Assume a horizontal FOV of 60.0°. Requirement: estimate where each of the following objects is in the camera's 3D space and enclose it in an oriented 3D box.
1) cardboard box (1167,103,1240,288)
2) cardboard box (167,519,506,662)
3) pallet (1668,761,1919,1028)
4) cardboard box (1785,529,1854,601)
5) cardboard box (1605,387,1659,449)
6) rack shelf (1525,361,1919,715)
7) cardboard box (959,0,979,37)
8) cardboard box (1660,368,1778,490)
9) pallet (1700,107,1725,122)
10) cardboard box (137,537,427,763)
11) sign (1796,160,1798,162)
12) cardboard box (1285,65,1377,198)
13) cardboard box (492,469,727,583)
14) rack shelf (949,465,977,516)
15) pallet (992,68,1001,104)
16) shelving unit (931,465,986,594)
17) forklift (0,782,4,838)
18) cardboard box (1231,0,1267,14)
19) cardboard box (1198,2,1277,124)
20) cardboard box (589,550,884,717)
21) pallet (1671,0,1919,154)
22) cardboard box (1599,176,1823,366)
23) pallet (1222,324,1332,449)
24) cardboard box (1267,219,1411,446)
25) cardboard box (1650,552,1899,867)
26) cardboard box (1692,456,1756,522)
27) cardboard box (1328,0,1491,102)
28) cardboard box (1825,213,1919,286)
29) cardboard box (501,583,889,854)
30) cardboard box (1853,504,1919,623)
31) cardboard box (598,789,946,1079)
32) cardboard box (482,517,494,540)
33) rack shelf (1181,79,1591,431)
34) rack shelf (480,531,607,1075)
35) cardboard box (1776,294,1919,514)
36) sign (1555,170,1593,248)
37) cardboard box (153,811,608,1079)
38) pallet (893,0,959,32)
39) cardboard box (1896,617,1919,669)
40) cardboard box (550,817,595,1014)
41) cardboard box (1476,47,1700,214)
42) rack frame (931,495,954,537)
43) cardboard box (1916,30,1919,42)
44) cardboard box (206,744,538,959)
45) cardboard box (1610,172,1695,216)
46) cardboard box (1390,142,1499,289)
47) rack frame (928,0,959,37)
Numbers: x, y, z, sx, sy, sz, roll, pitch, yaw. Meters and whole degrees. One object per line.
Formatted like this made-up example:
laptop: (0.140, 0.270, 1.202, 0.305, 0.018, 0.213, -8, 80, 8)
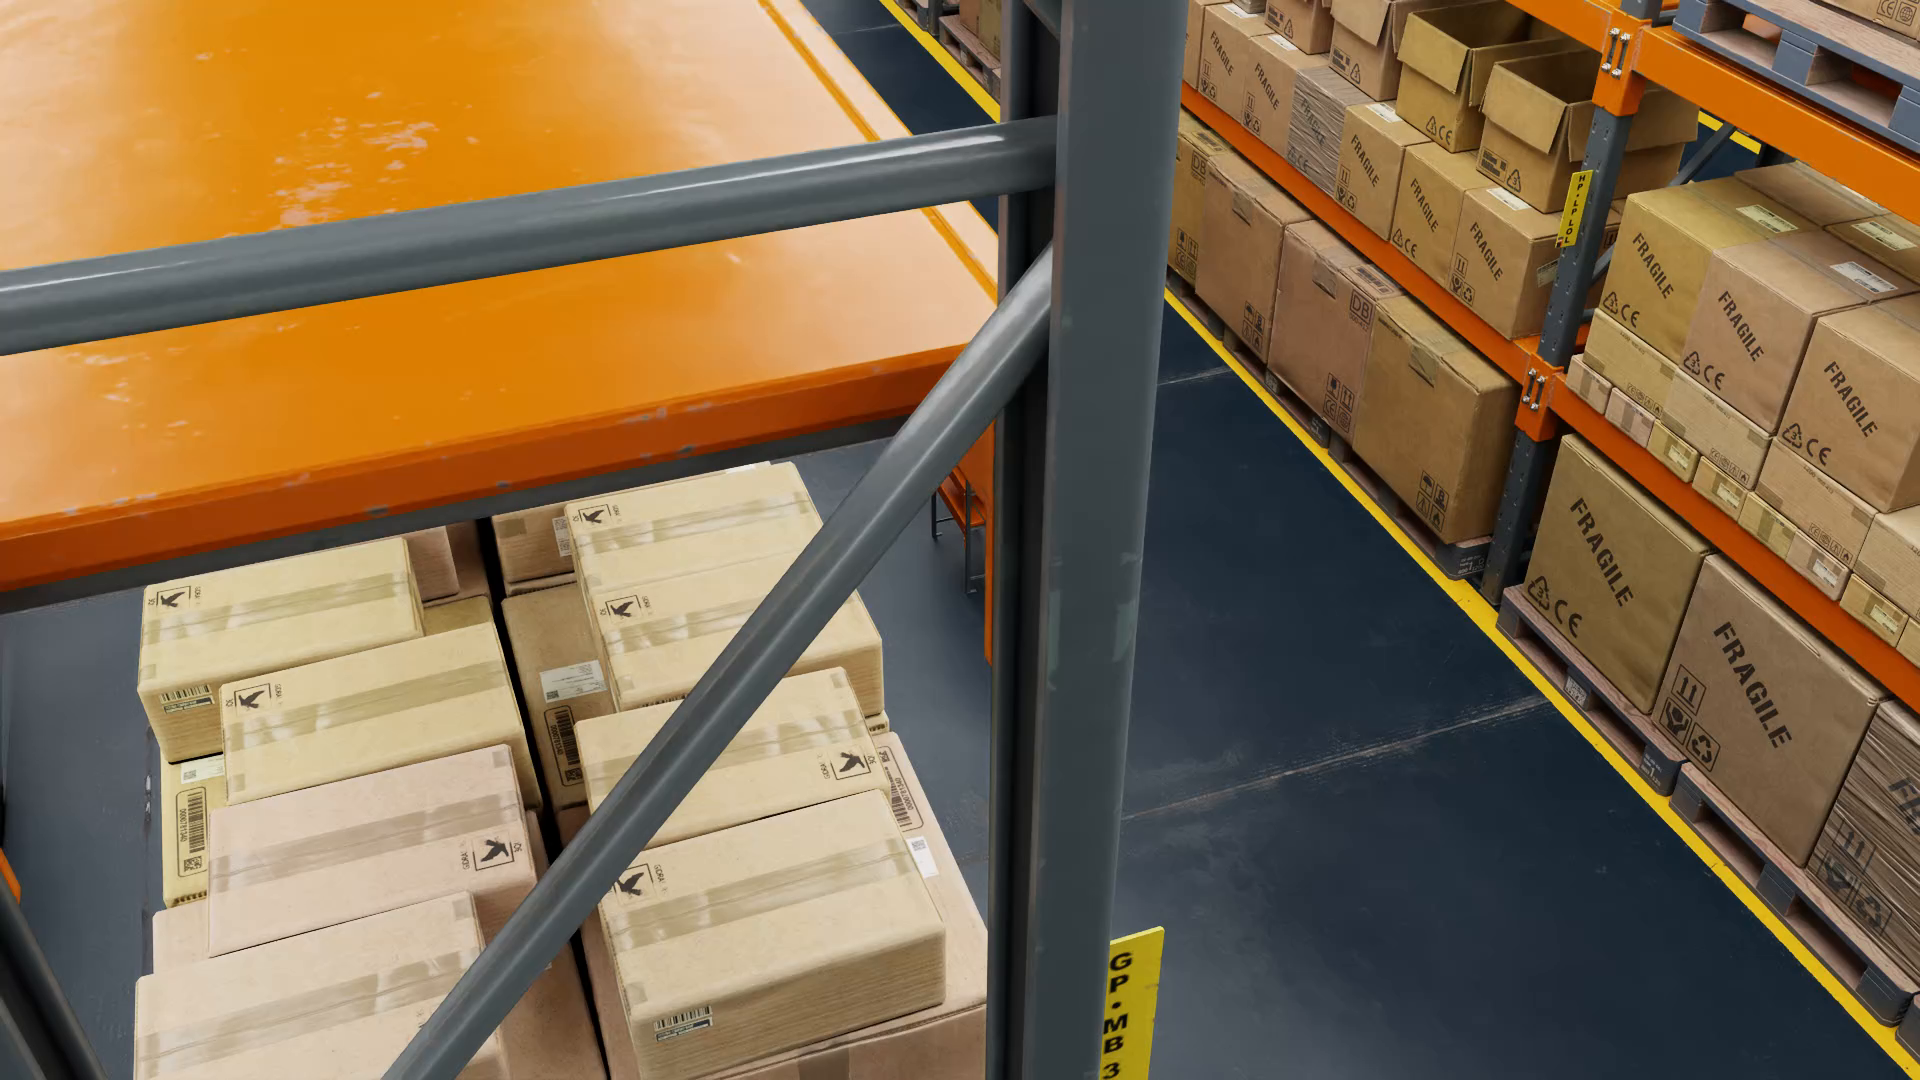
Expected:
cardboard box: (1.818, -2.200, 10.155, 1.225, 0.875, 0.875, -14, 39, -18)
cardboard box: (-1.087, 0.090, 2.914, 0.500, 0.250, 0.500, -12, 39, -15)
pallet: (3.589, 1.234, 6.496, 1.003, 0.211, 1.213, -12, 39, -16)
cardboard box: (3.213, 0.053, 5.956, 0.380, 0.149, 0.250, -12, 39, -15)
cardboard box: (2.857, -0.531, 6.731, 0.380, 0.149, 0.250, -14, 39, -17)
rack shelf: (3.665, 0.402, 5.882, 1.077, 0.370, 4.000, -12, 39, -16)
cardboard box: (0.415, -4.361, 13.319, 0.700, 0.500, 0.500, -15, 40, -19)
cardboard box: (3.059, -0.473, 6.323, 0.500, 0.250, 0.500, -13, 39, -16)
pallet: (6.021, -3.633, 12.958, 1.003, 0.211, 1.213, -12, 39, -16)
cardboard box: (-1.003, 0.158, 2.492, 0.380, 0.149, 0.250, -12, 39, -15)
sign: (3.497, -1.509, 7.035, 0.100, 0.325, 0.005, -12, 39, -16)
cardboard box: (2.041, -2.122, 8.551, 0.500, 0.500, 0.500, -12, 39, -16)
cardboard box: (-0.603, -0.091, 2.822, 0.380, 0.149, 0.250, -11, 38, -15)
rack shelf: (0.057, -0.332, 7.866, 0.258, 0.148, 0.480, -12, 39, -16)
pallet: (0.917, -3.291, 12.504, 1.003, 0.211, 1.213, -12, 39, -16)
shelving unit: (0.057, -0.386, 7.825, 0.258, 1.200, 0.503, -12, 39, -16)
forklift: (-4.334, 0.210, 5.595, 1.130, 2.935, 3.031, -14, 39, -18)
cardboard box: (1.837, -3.300, 9.281, 0.797, 0.503, 0.637, -11, 38, -14)
cardboard box: (1.692, -2.693, 9.310, 0.500, 0.500, 0.500, -13, 39, -17)
cardboard box: (-0.332, 0.170, 2.476, 0.380, 0.149, 0.250, -12, 39, -16)
pallet: (3.249, -1.714, 5.673, 1.003, 0.211, 1.213, -12, 39, -16)
cardboard box: (2.902, -1.051, 6.466, 0.500, 0.500, 0.500, -12, 39, -16)
pallet: (2.217, -1.012, 9.479, 1.003, 0.211, 1.213, -12, 39, -16)
cardboard box: (2.430, -1.197, 8.823, 1.225, 0.875, 0.875, -14, 39, -18)
cardboard box: (3.439, 0.563, 6.487, 0.875, 0.875, 0.875, -12, 39, -16)
cardboard box: (3.040, -0.234, 6.337, 0.380, 0.149, 0.250, -13, 39, -17)
cardboard box: (2.295, -2.553, 8.290, 0.797, 0.503, 0.637, -11, 38, -14)
cardboard box: (3.555, -0.886, 6.248, 0.500, 0.500, 0.500, -12, 39, -15)
cardboard box: (-0.426, 0.279, 2.662, 0.500, 0.250, 0.500, -13, 39, -17)
cardboard box: (3.405, 0.099, 5.564, 0.500, 0.250, 0.500, -12, 39, -16)
cardboard box: (-0.236, 0.486, 2.056, 0.380, 0.149, 0.250, -13, 39, -16)
cardboard box: (-0.787, -0.111, 3.597, 0.500, 0.250, 0.500, -13, 39, -16)
rack shelf: (2.289, -1.858, 8.882, 1.077, 0.370, 4.000, -12, 39, -16)
rack shelf: (-1.027, 0.173, 3.692, 1.077, 0.370, 4.000, -12, 39, -16)
cardboard box: (3.247, -0.478, 5.706, 0.500, 0.500, 0.500, -14, 39, -17)
sign: (2.471, -1.329, 6.685, 0.100, 0.325, 0.005, -12, 39, -16)
cardboard box: (-0.736, 0.668, 2.146, 0.500, 0.250, 0.500, -14, 39, -17)
pallet: (-0.040, -4.793, 14.498, 1.003, 0.211, 1.213, -12, 39, -16)
cardboard box: (3.396, 0.348, 5.564, 0.380, 0.149, 0.250, -12, 39, -15)
cardboard box: (-0.430, 0.471, 2.824, 0.500, 0.250, 0.500, -11, 38, -14)
cardboard box: (2.749, -1.815, 7.311, 0.797, 0.503, 0.637, -13, 39, -17)
rack frame: (-0.027, -0.524, 8.008, 0.240, 1.200, 0.015, -12, 39, -16)
cardboard box: (3.483, -1.727, 5.102, 0.700, 0.500, 0.500, -11, 38, -14)
cardboard box: (-0.742, 0.435, 2.125, 0.380, 0.149, 0.250, -12, 39, -15)
cardboard box: (3.053, -1.367, 7.549, 0.500, 0.500, 0.500, -12, 39, -16)
cardboard box: (2.396, -1.544, 7.784, 0.500, 0.500, 0.500, -11, 38, -15)
rack frame: (0.224, -5.535, 13.165, 1.000, 3.000, 0.127, -12, 39, -16)
